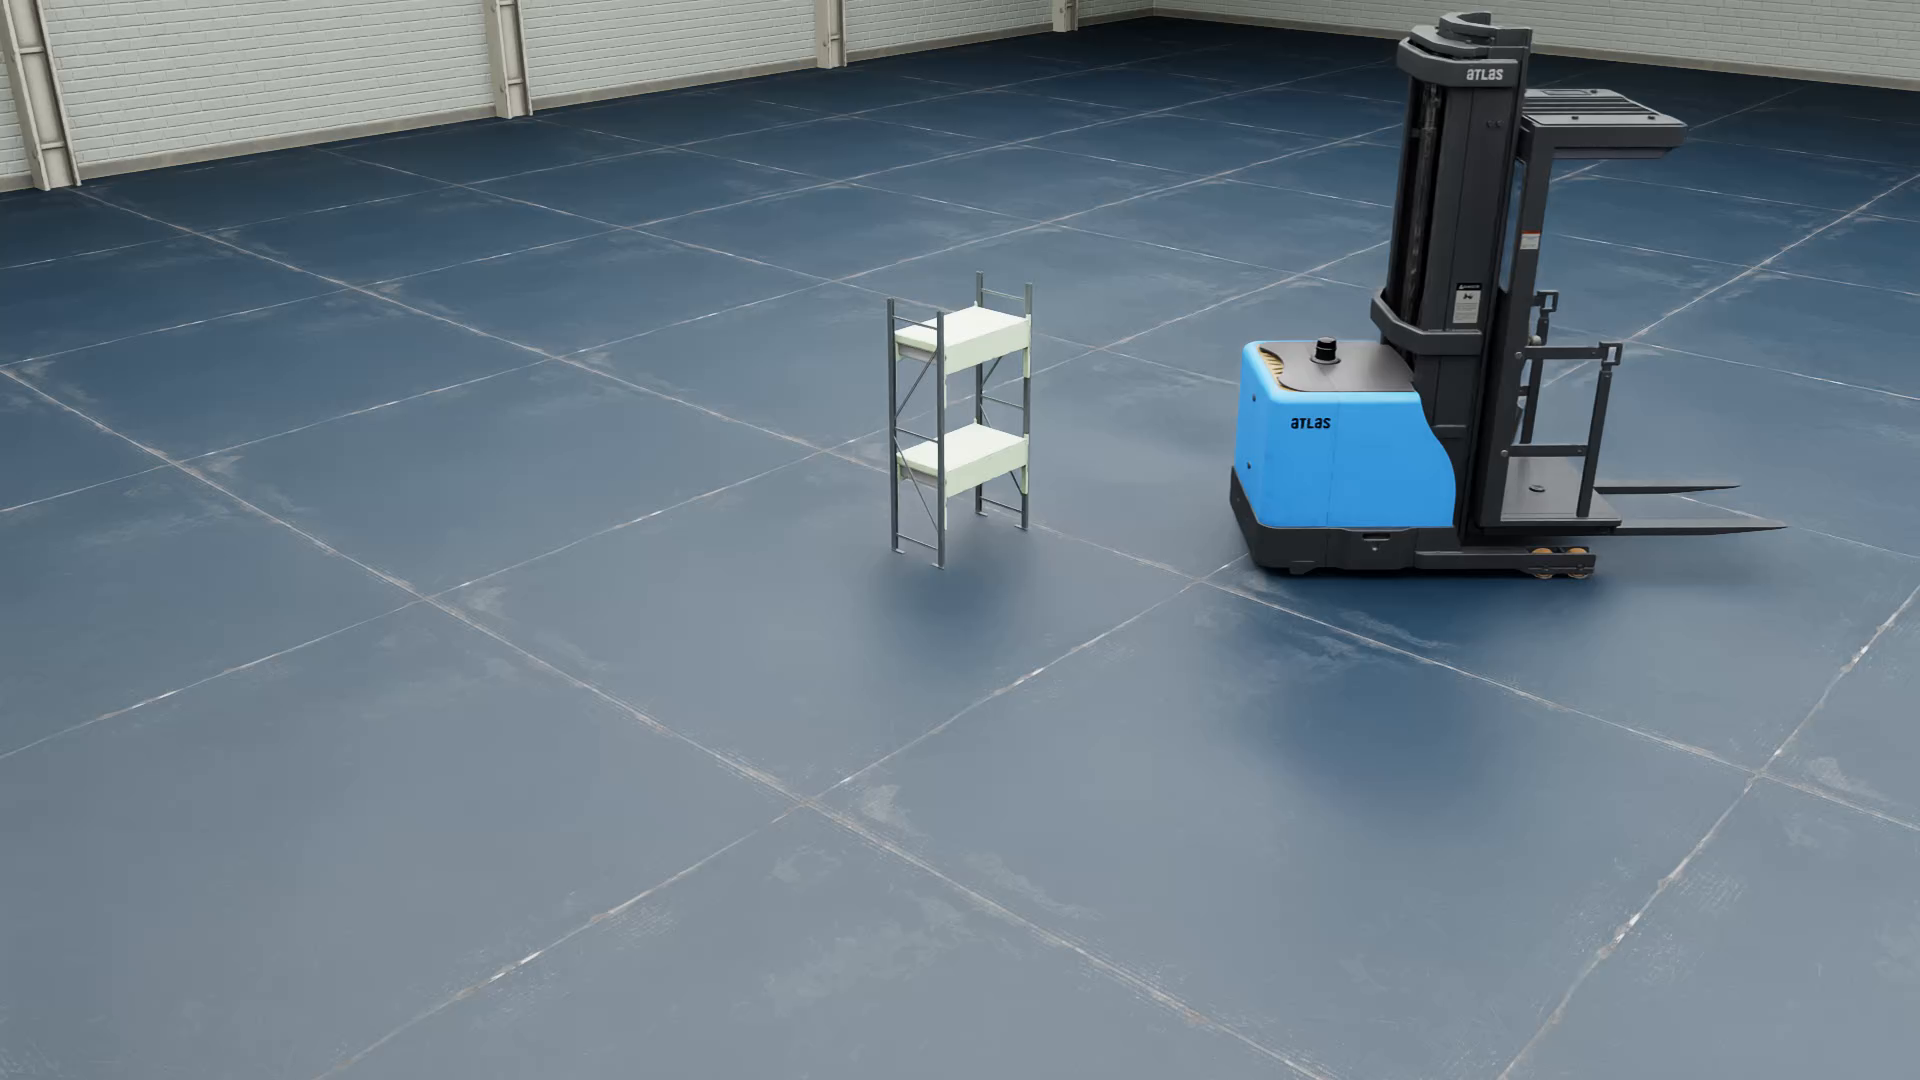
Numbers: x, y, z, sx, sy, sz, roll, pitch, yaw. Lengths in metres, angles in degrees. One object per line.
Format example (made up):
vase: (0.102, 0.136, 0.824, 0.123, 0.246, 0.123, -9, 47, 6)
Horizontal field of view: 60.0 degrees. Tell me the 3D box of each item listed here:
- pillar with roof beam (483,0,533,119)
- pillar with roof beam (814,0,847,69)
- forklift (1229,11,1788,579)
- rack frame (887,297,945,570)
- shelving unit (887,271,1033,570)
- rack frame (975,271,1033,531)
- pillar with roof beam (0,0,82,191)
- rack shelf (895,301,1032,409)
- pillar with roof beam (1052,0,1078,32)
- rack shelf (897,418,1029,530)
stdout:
pillar with roof beam: (-2.864, -8.714, 18.186, 9.100, 9.000, 0.400, 20, 31, 38)
pillar with roof beam: (1.140, -10.542, 22.263, 9.100, 9.000, 0.400, 20, 31, 38)
forklift: (3.156, -1.339, 9.154, 3.031, 2.935, 1.130, 0, 24, -1)
rack frame: (-0.240, -0.575, 9.199, 0.400, 1.500, 0.023, 20, 31, 38)
shelving unit: (0.004, -0.686, 9.448, 0.431, 1.500, 0.755, 20, 31, 38)
rack frame: (0.249, -0.798, 9.696, 0.400, 1.500, 0.023, 20, 31, 38)
pillar with roof beam: (-6.869, -6.886, 14.109, 9.100, 9.000, 0.400, 20, 31, 38)
rack shelf: (0.004, -1.042, 9.288, 0.431, 0.370, 0.720, 20, 31, 38)
pillar with roof beam: (5.145, -12.370, 26.340, 9.100, 9.000, 0.400, 20, 31, 38)
rack shelf: (0.004, -0.389, 9.581, 0.431, 0.370, 0.720, 20, 31, 38)
